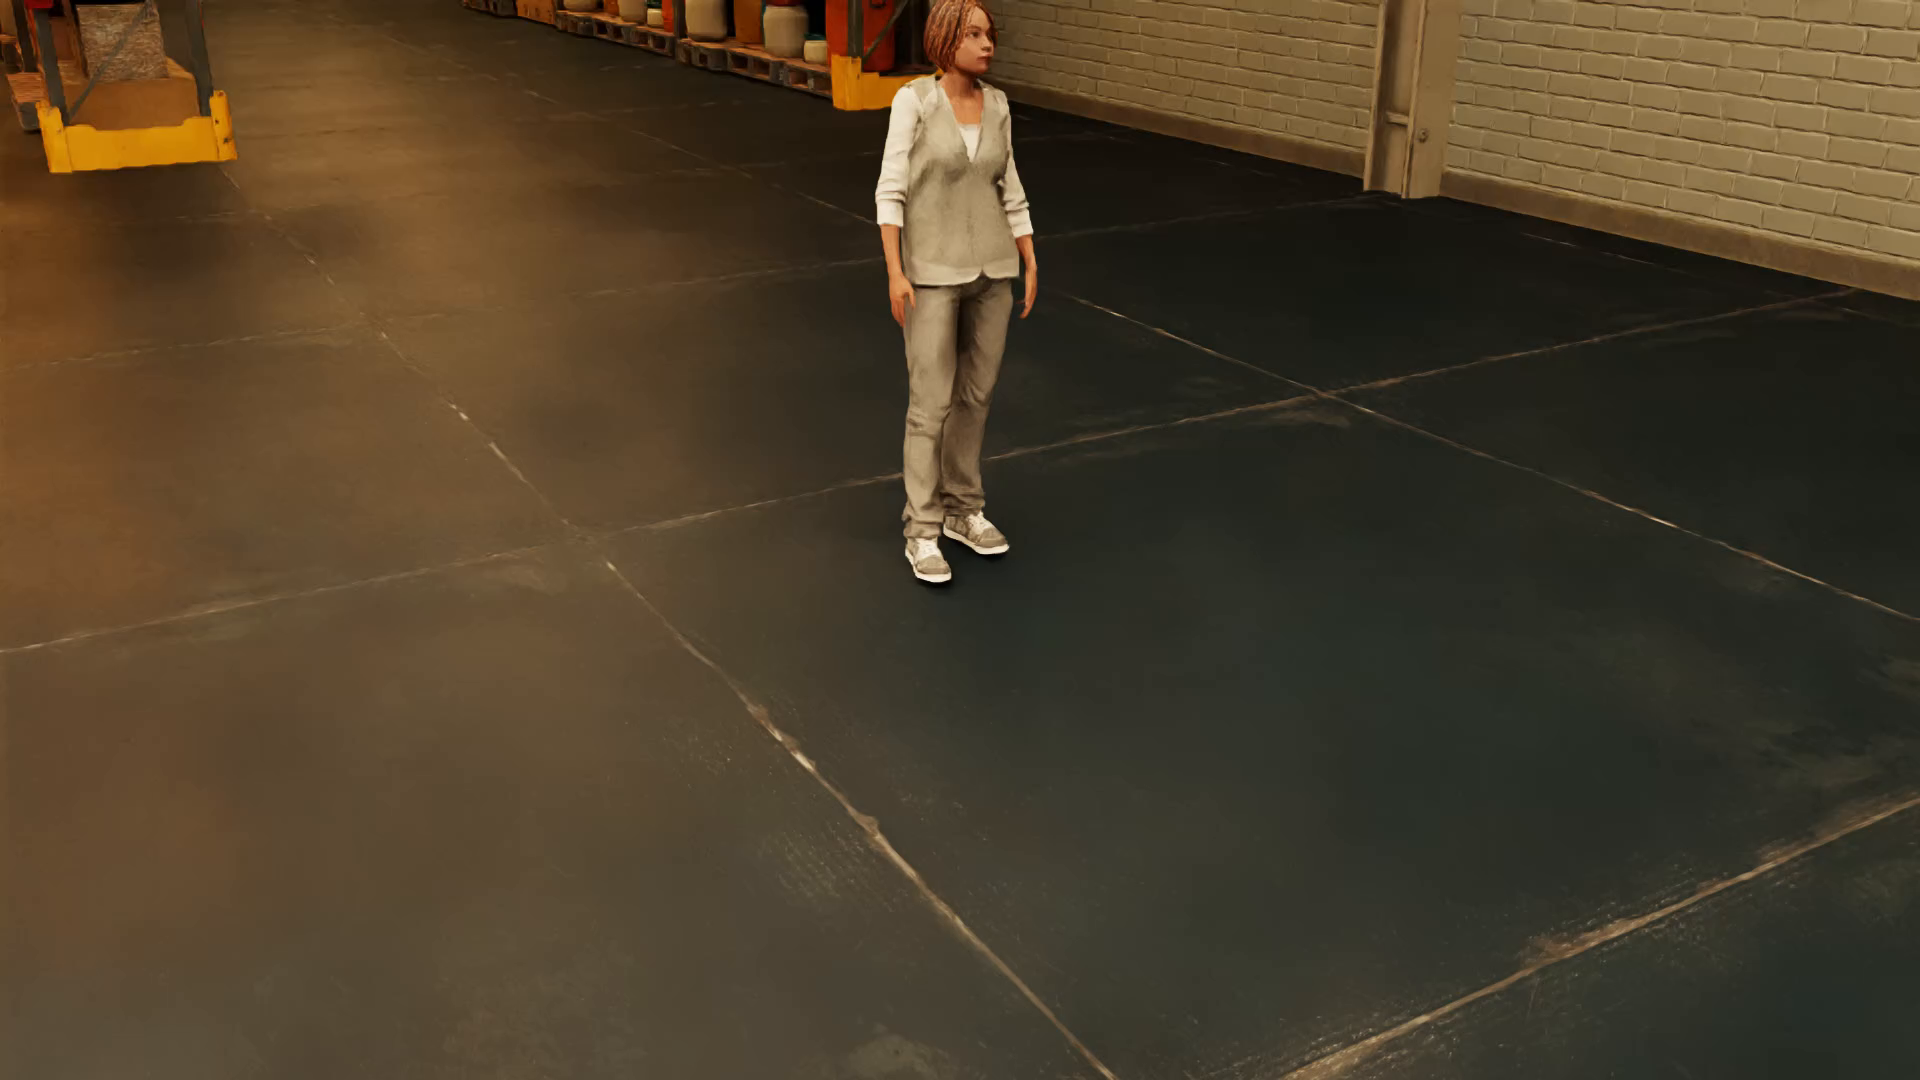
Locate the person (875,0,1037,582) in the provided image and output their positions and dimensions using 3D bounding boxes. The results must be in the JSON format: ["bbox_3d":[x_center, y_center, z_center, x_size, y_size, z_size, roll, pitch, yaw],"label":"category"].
[{"bbox_3d":[0.025,-0.718,4.763,0.521,1.597,0.474,-12,25,-28],"label":"person"}]
